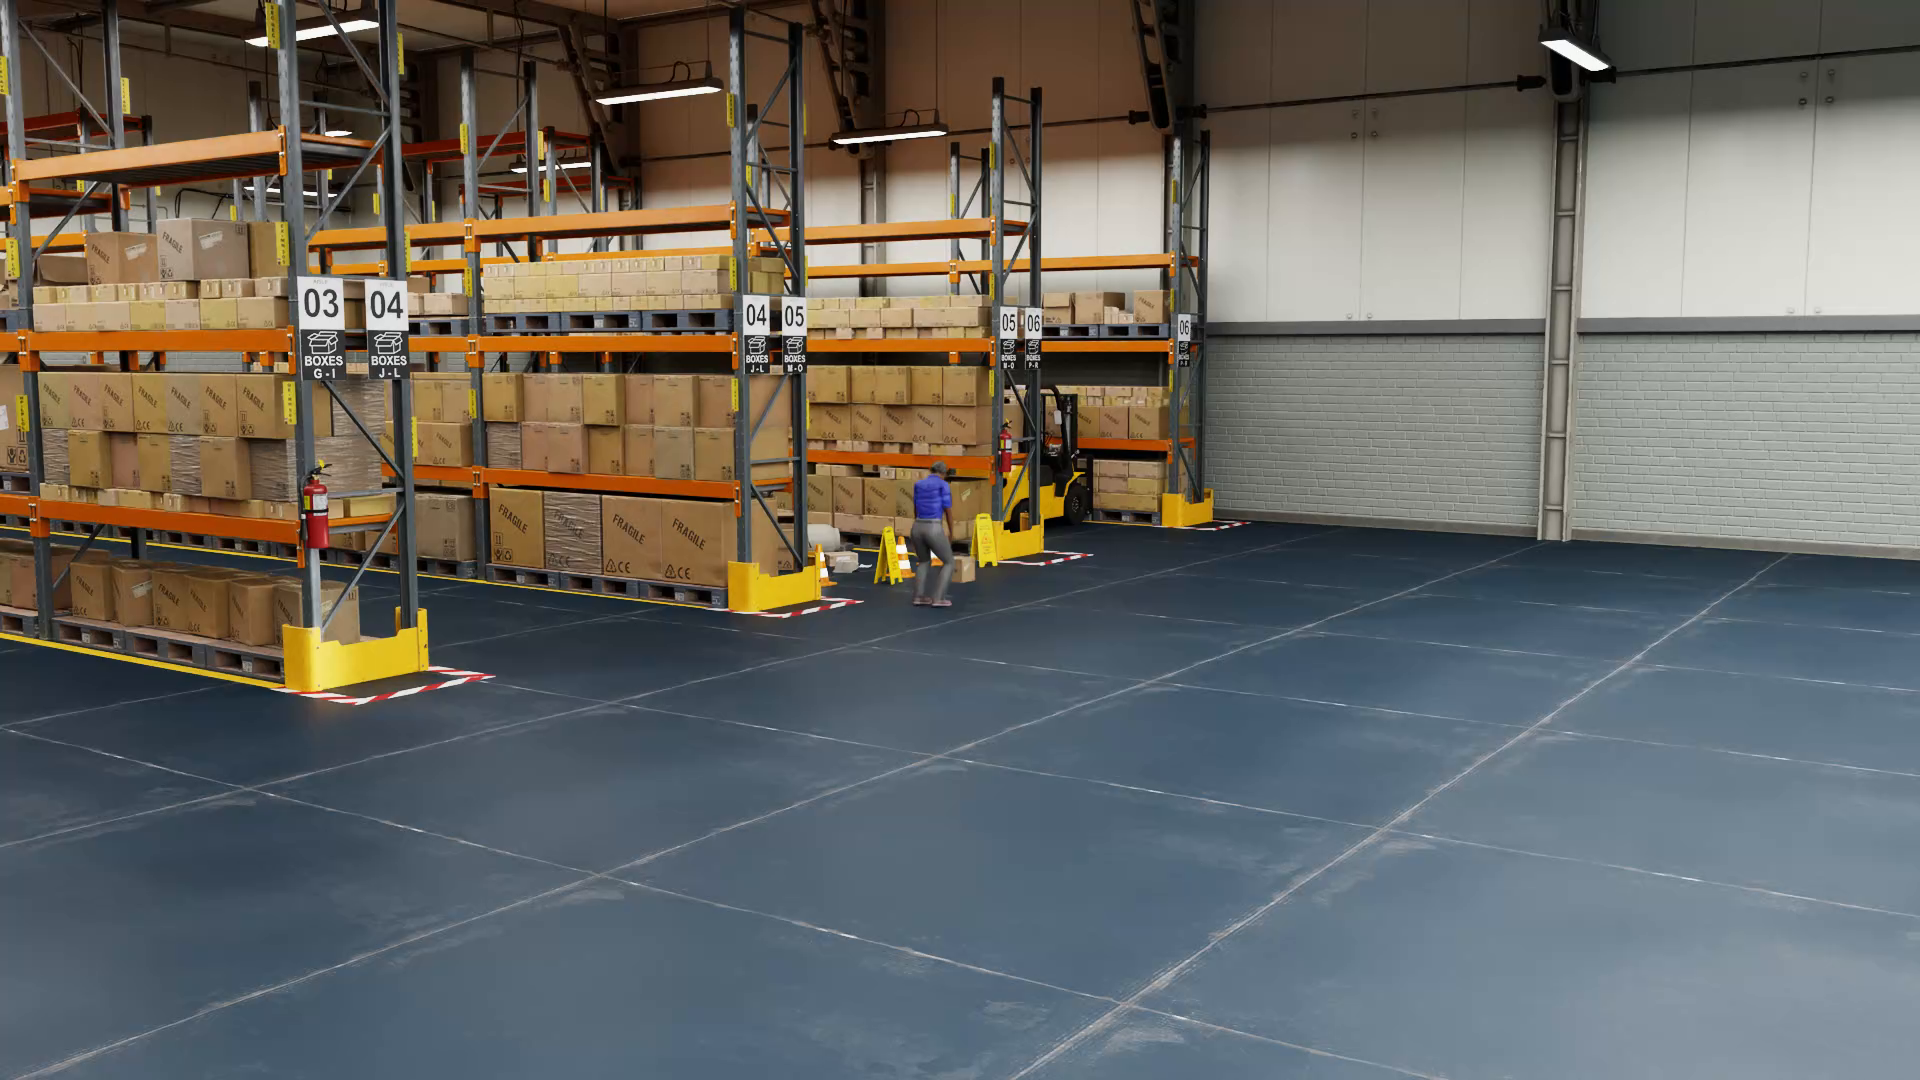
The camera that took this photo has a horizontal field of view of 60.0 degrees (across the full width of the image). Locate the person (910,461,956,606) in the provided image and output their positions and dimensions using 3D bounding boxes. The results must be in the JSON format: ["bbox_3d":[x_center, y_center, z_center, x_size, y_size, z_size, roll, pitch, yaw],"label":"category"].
[{"bbox_3d":[-0.303,-0.064,17.332,0.484,1.507,0.513,4,8,34],"label":"person"}]
